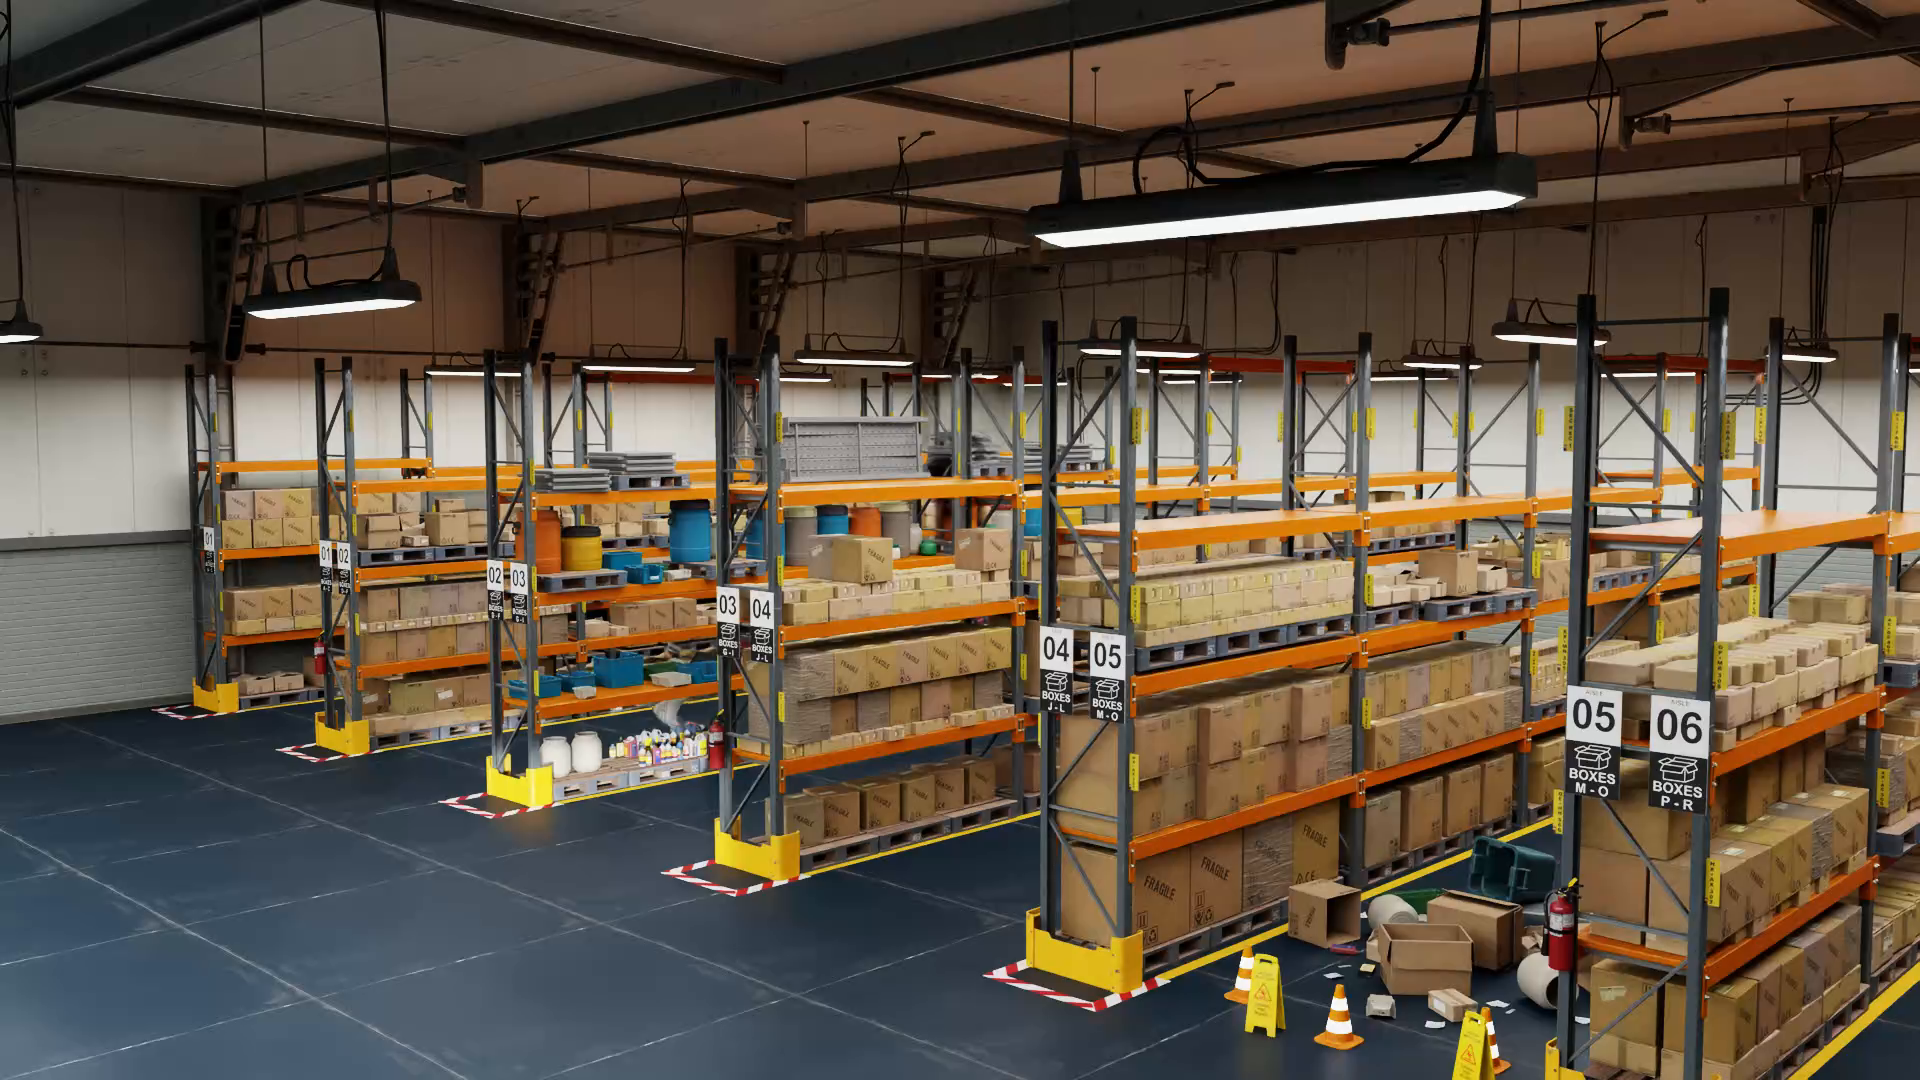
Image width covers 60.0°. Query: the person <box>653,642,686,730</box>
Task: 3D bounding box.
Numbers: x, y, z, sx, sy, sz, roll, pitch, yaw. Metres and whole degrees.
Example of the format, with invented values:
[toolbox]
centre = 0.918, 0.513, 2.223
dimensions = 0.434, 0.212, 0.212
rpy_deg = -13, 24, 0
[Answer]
[person]
centre = -4.435, 2.388, 25.658
dimensions = 0.580, 1.654, 0.687
rpy_deg = -1, 5, -16
